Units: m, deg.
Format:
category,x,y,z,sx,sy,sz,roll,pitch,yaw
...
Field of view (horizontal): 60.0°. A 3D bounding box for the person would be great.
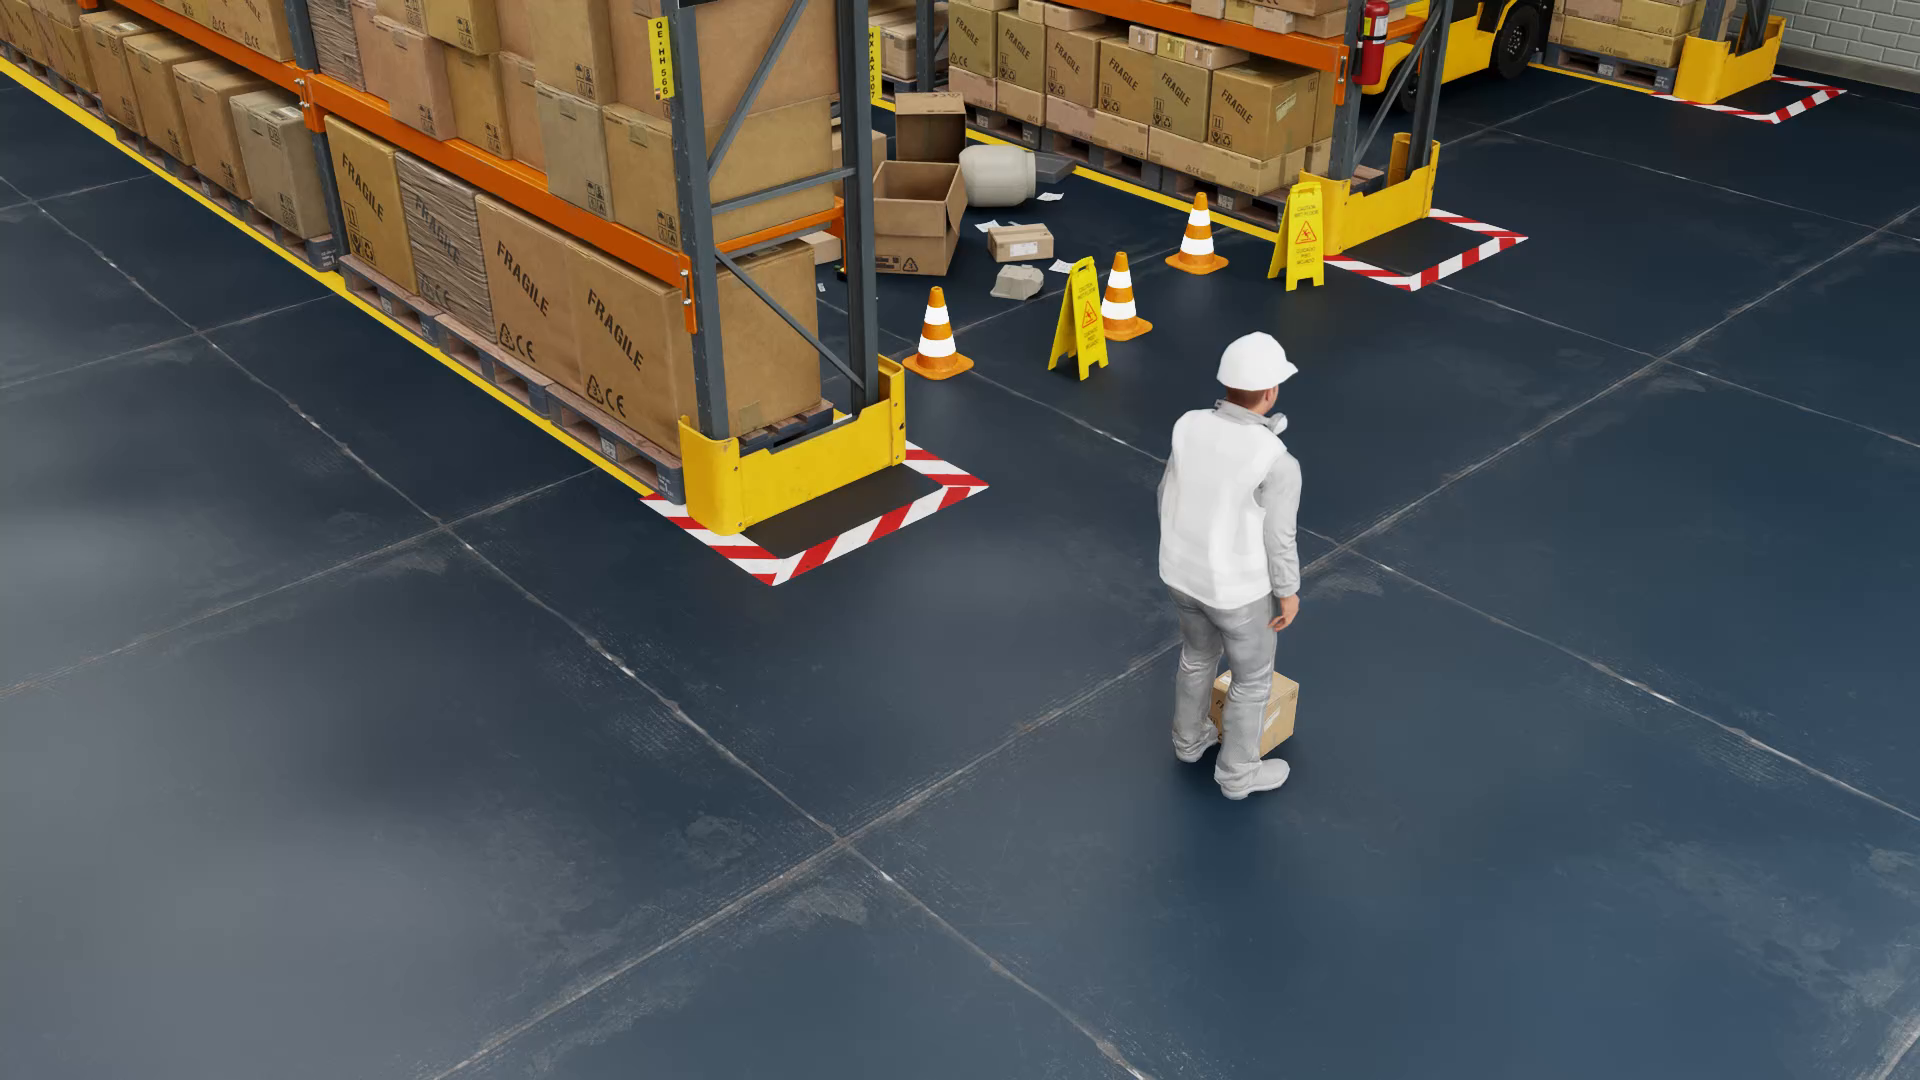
category,x,y,z,sx,sy,sz,roll,pitch,yaw
person,0.954,0.106,5.936,0.463,1.771,0.580,-26,40,-36
